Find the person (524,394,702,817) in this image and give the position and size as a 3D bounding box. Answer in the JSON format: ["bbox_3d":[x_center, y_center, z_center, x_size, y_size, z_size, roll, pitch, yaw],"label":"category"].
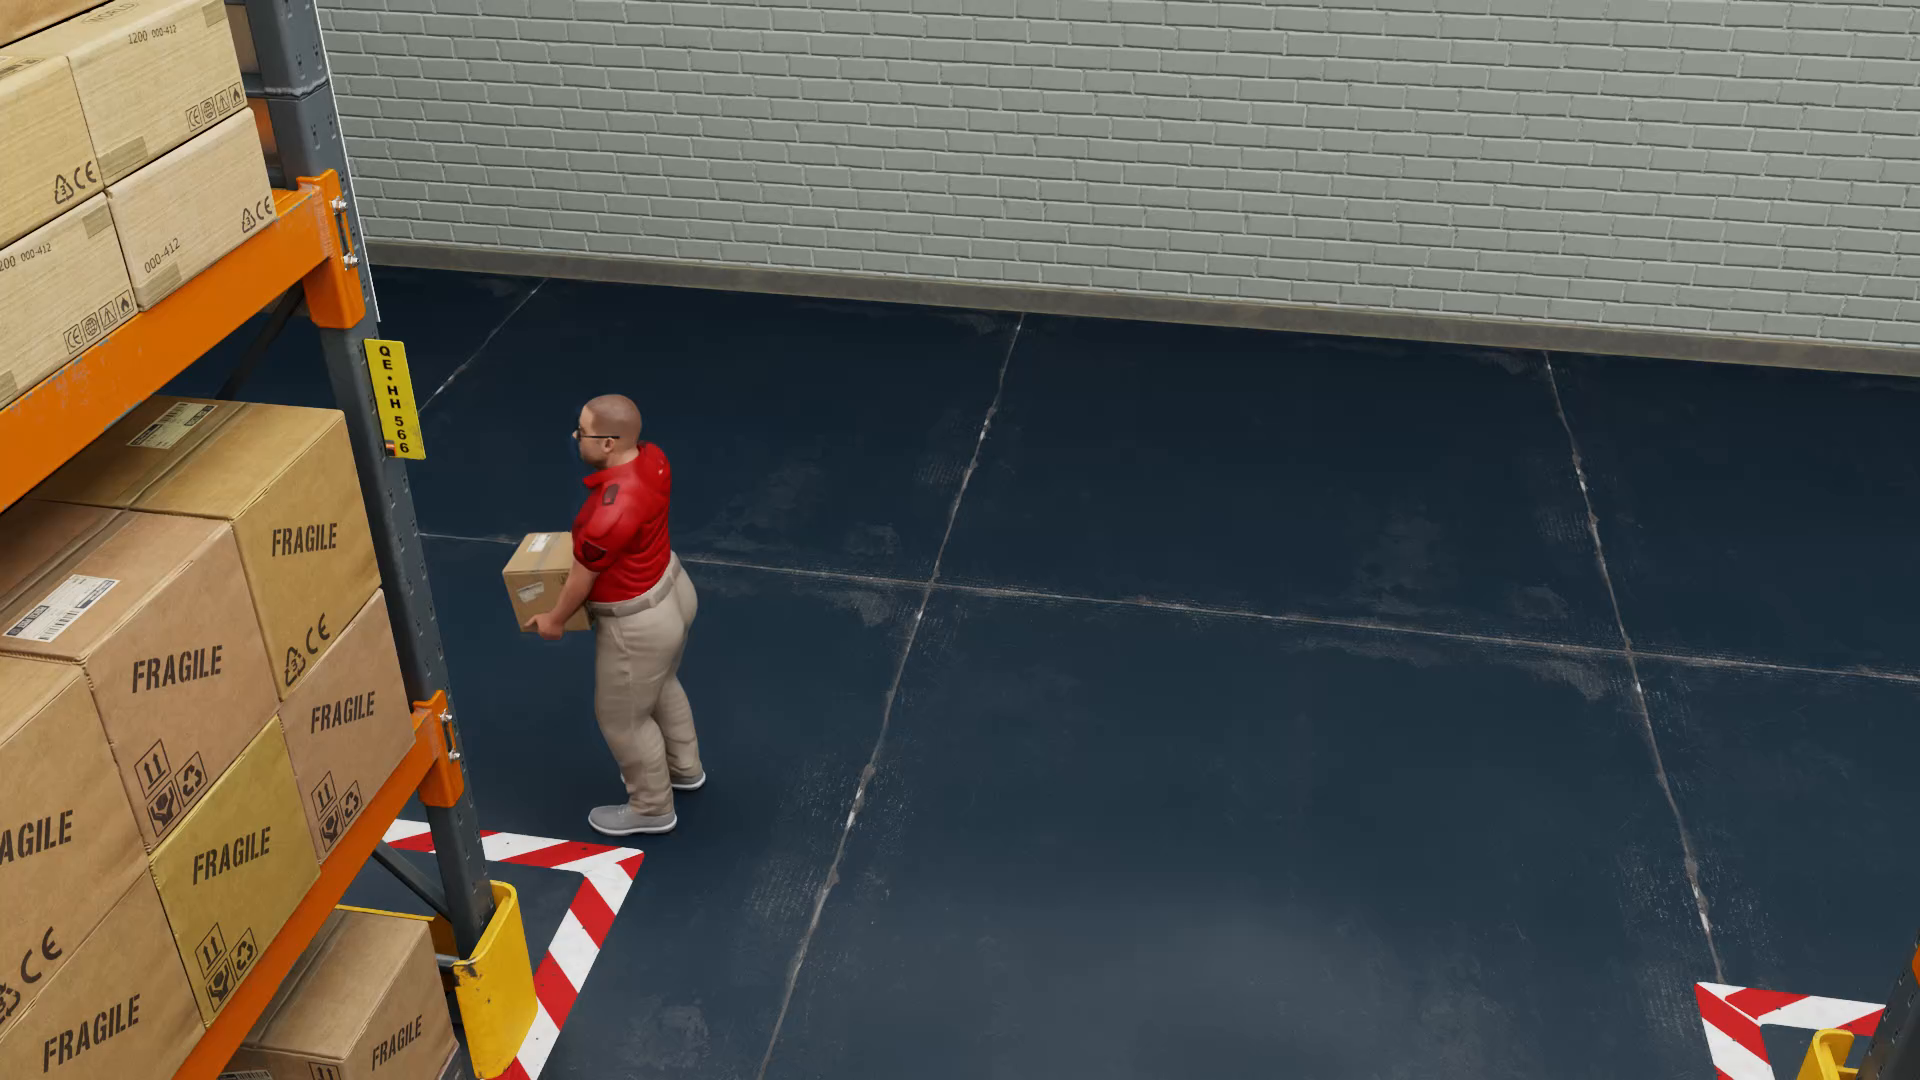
[{"bbox_3d":[-1.198,0.236,5.715,0.541,1.647,0.490,4,32,6],"label":"person"}]
